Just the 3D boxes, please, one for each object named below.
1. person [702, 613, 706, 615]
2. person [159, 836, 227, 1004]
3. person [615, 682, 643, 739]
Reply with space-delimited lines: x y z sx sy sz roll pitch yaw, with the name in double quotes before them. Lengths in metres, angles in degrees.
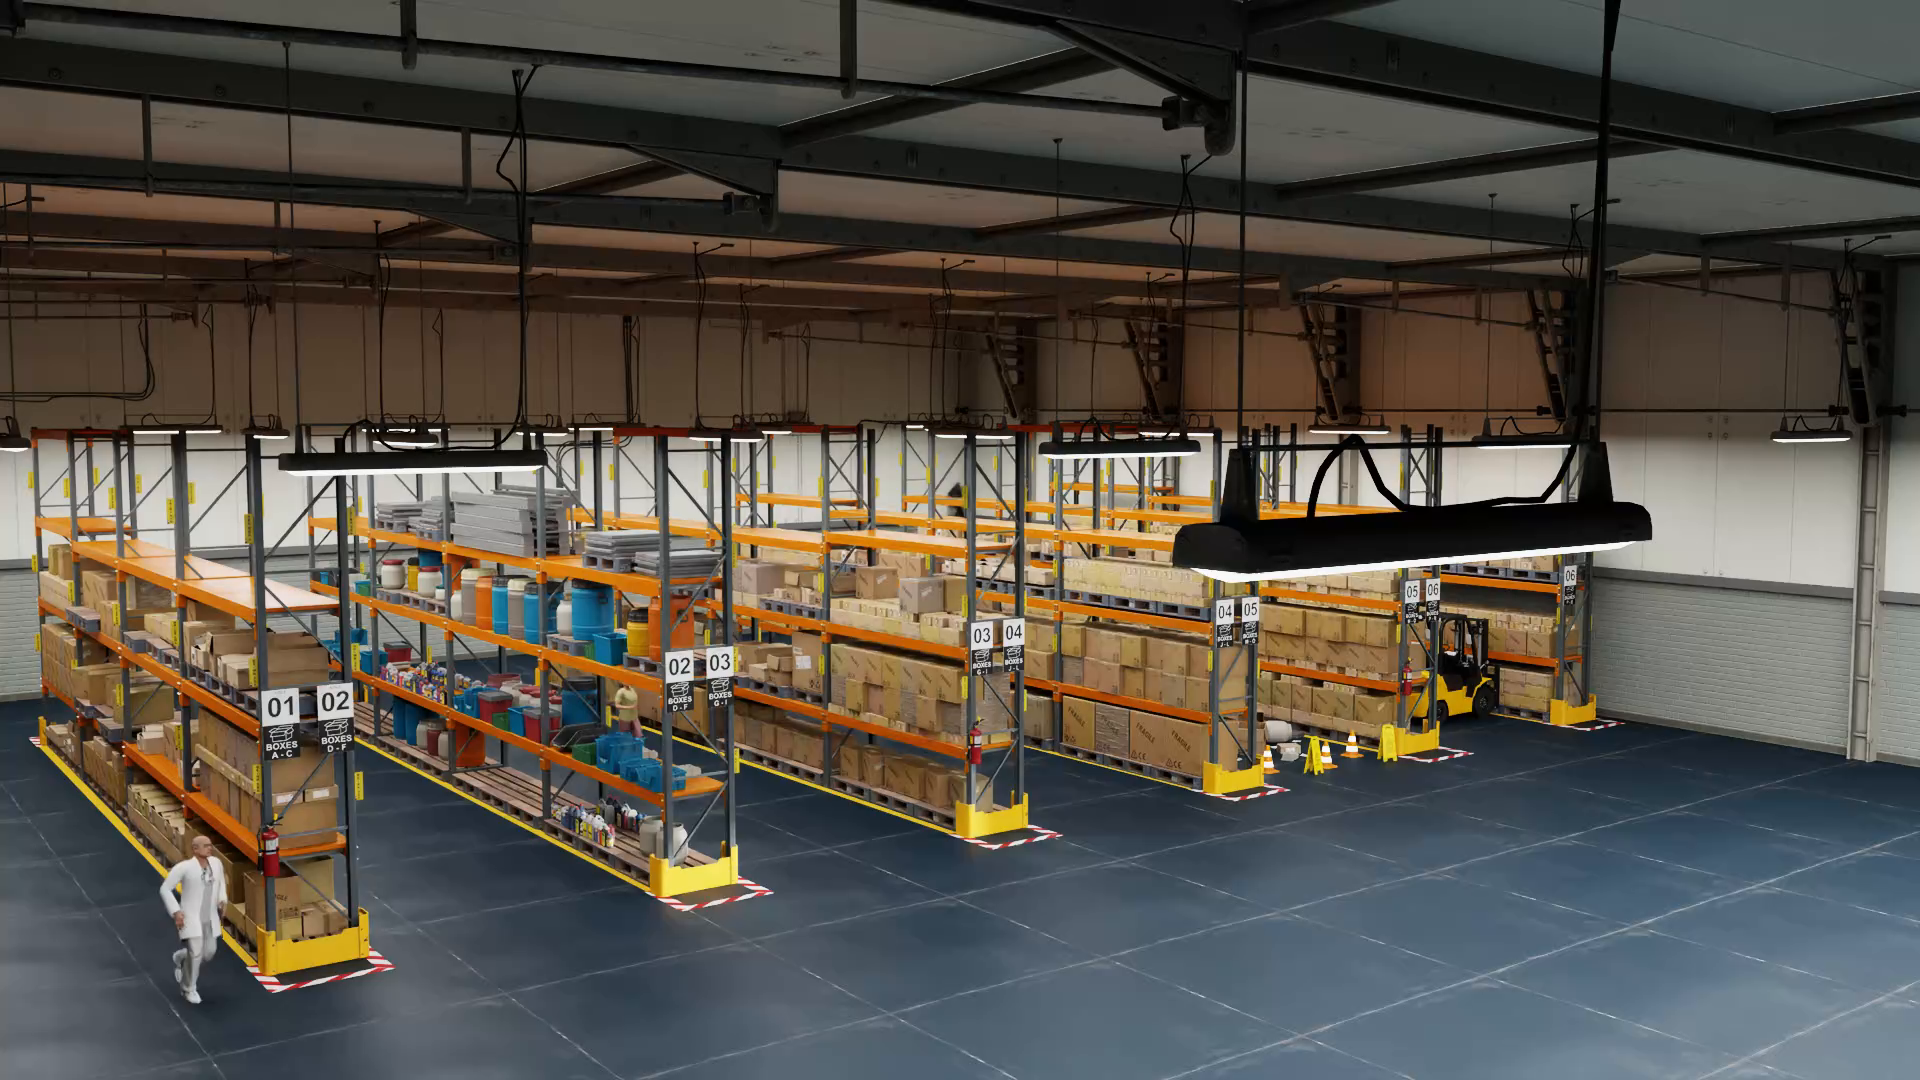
"person" -6.149 2.493 39.176 0.652 1.585 0.595 -1 5 -17
"person" -8.294 4.080 18.039 0.669 1.750 0.757 3 5 33
"person" -5.866 3.187 29.278 0.927 1.687 0.564 4 6 38
